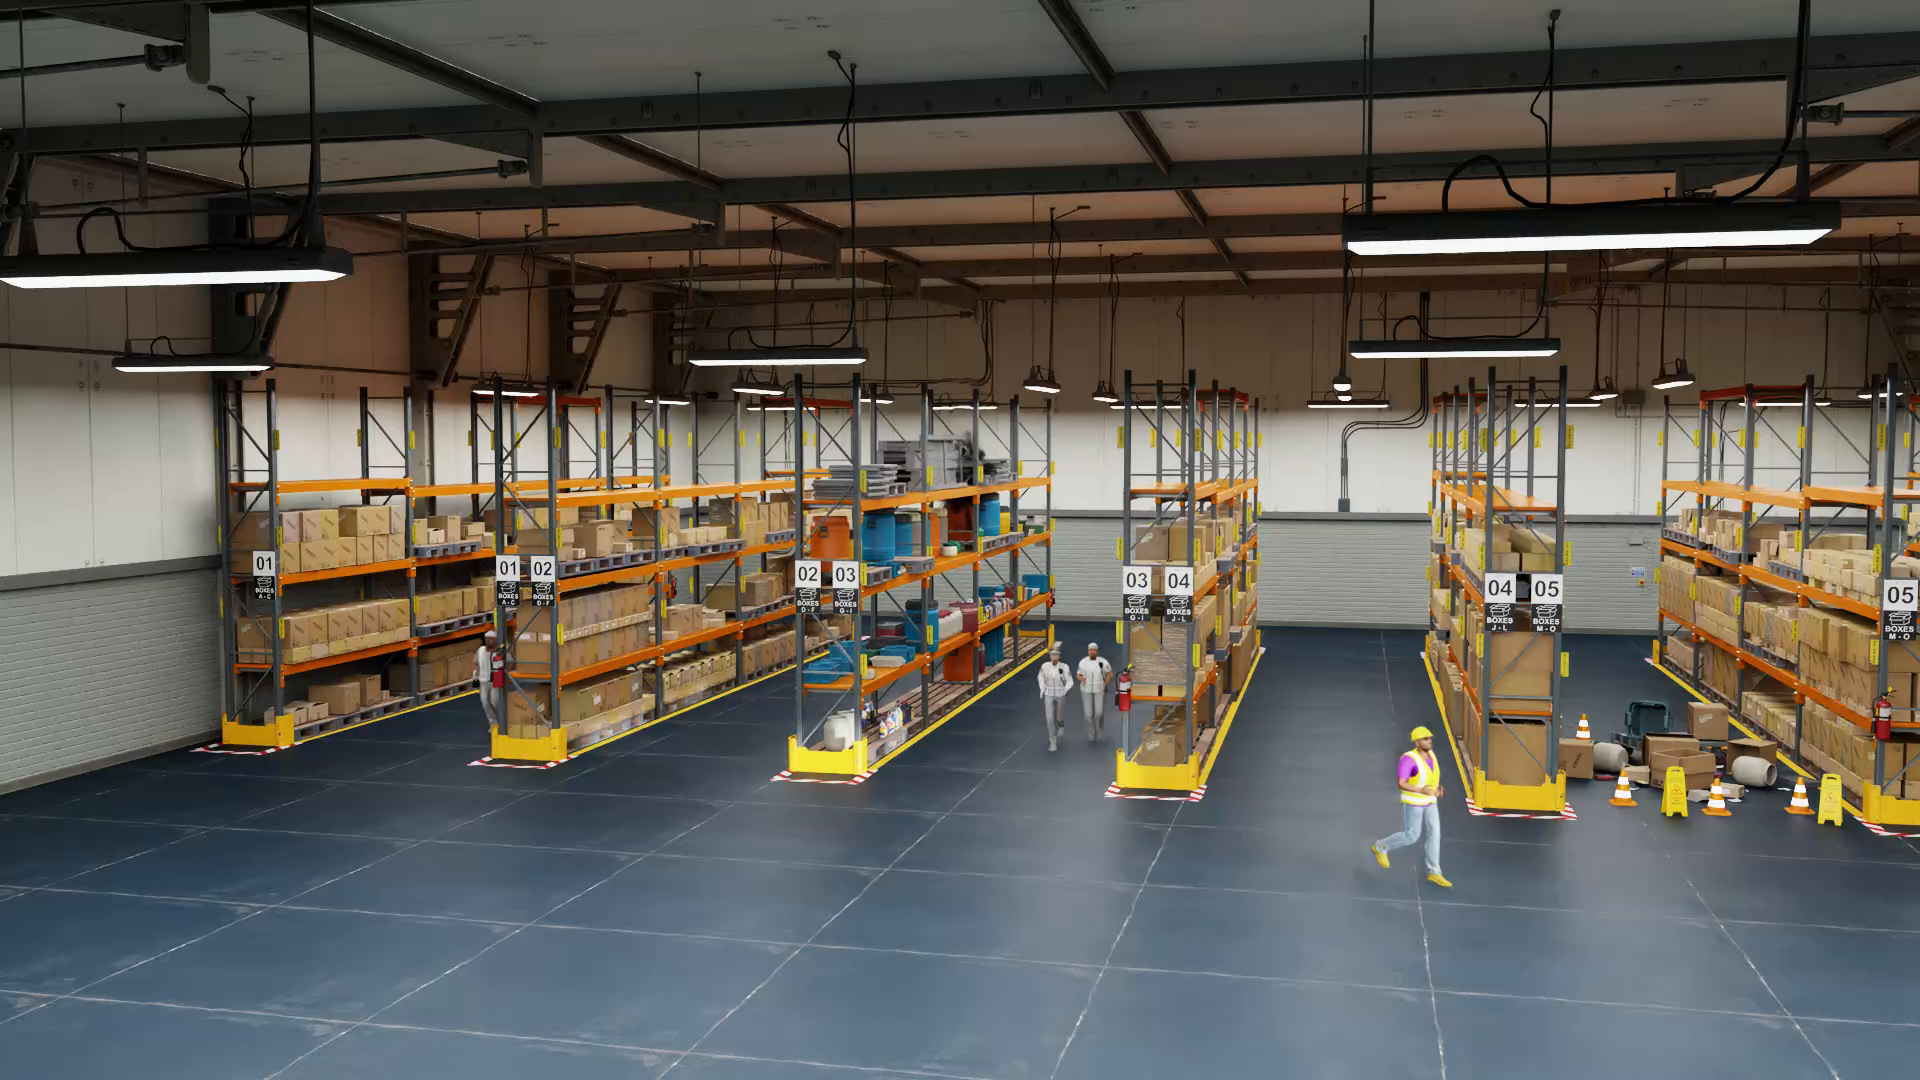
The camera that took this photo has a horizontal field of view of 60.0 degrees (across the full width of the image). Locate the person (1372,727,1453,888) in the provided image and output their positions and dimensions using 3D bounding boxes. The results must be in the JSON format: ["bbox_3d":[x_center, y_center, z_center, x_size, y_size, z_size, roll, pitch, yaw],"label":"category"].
[{"bbox_3d":[5.186,2.991,18.902,0.709,1.769,0.954,-3,4,-38],"label":"person"}]

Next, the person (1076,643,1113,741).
[{"bbox_3d":[2.213,2.529,27.536,0.591,1.638,0.576,1,3,10],"label":"person"}]

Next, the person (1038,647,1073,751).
[{"bbox_3d":[1.557,2.548,27.134,0.597,1.675,0.828,1,3,9],"label":"person"}]

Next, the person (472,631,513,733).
[{"bbox_3d":[-8.021,2.421,28.415,0.686,1.743,0.581,0,3,7],"label":"person"}]
